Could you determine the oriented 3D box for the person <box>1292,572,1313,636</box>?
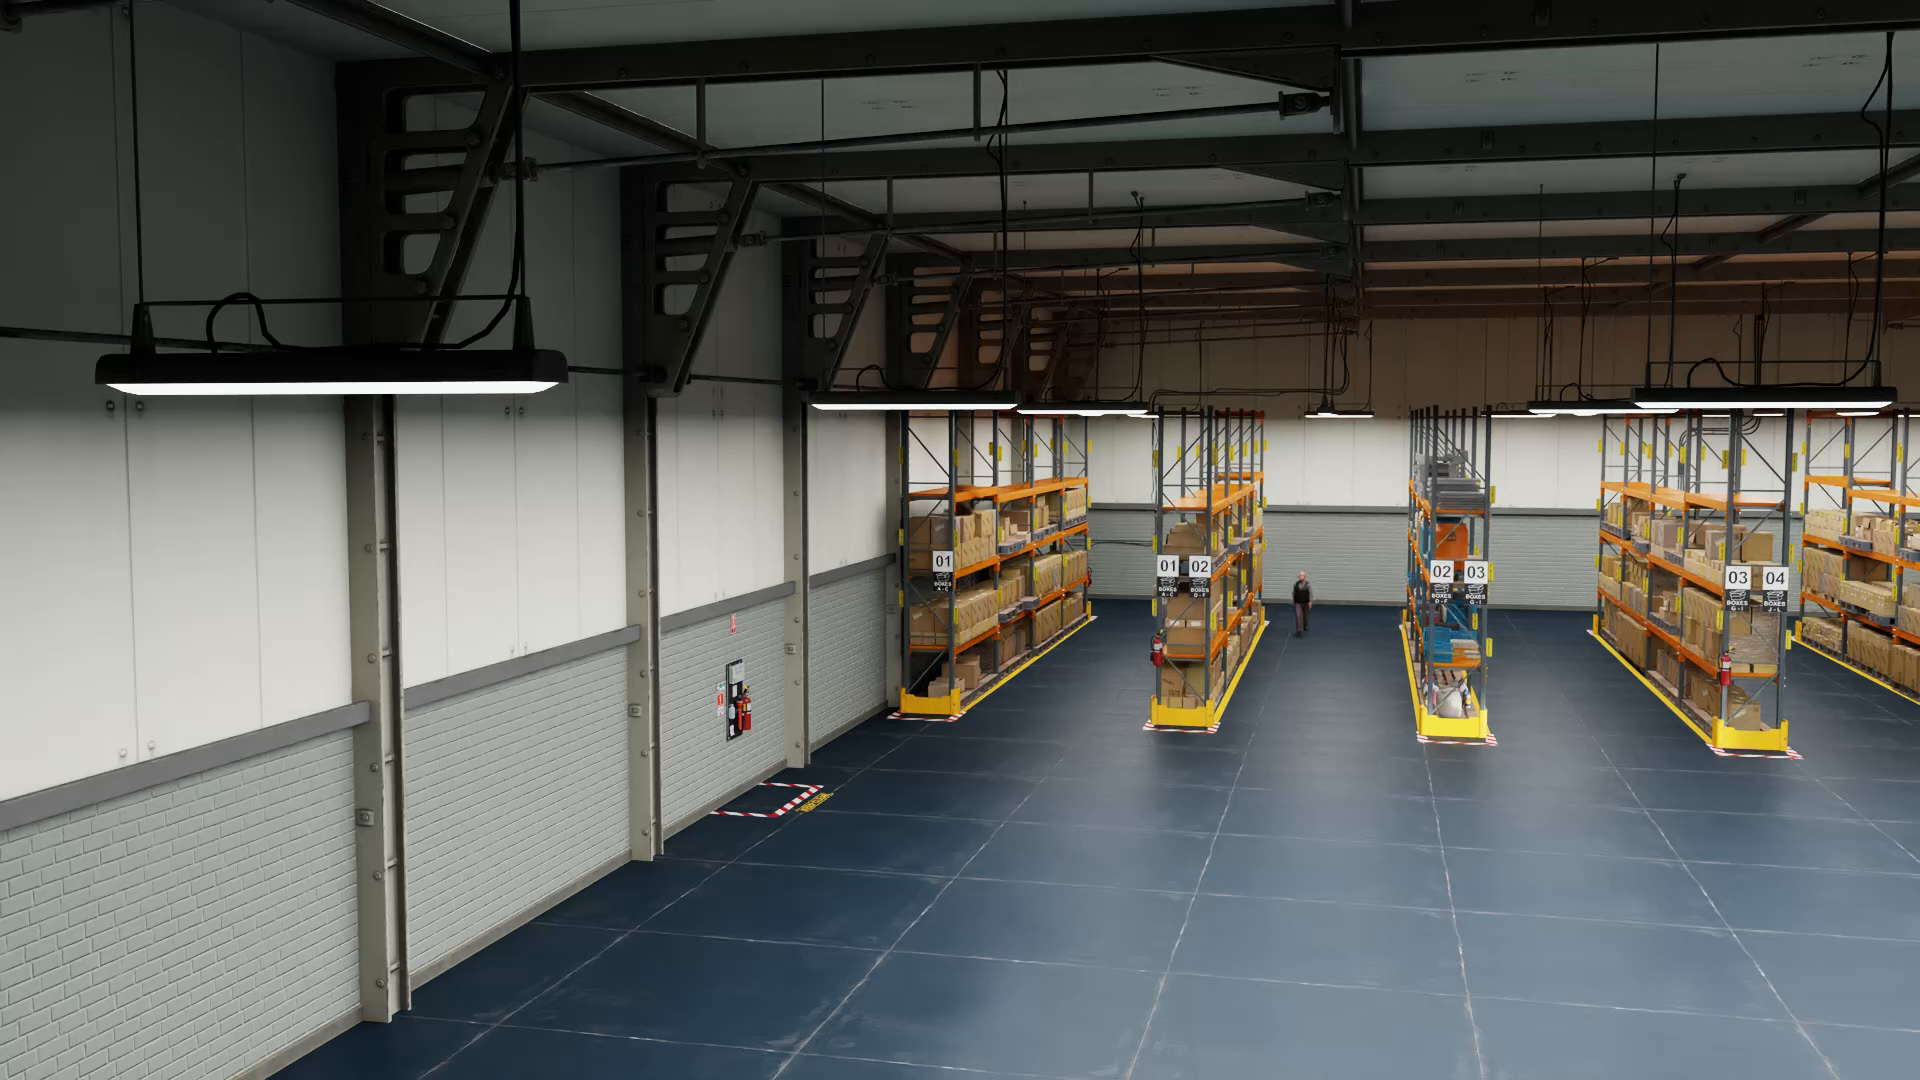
[{"bbox_3d":[9.179,1.699,44.529,0.542,1.681,1.066,1,4,10],"label":"person"}]

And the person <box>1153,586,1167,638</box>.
[{"bbox_3d":[5.394,1.749,44.166,0.585,1.724,0.744,1,4,19],"label":"person"}]
